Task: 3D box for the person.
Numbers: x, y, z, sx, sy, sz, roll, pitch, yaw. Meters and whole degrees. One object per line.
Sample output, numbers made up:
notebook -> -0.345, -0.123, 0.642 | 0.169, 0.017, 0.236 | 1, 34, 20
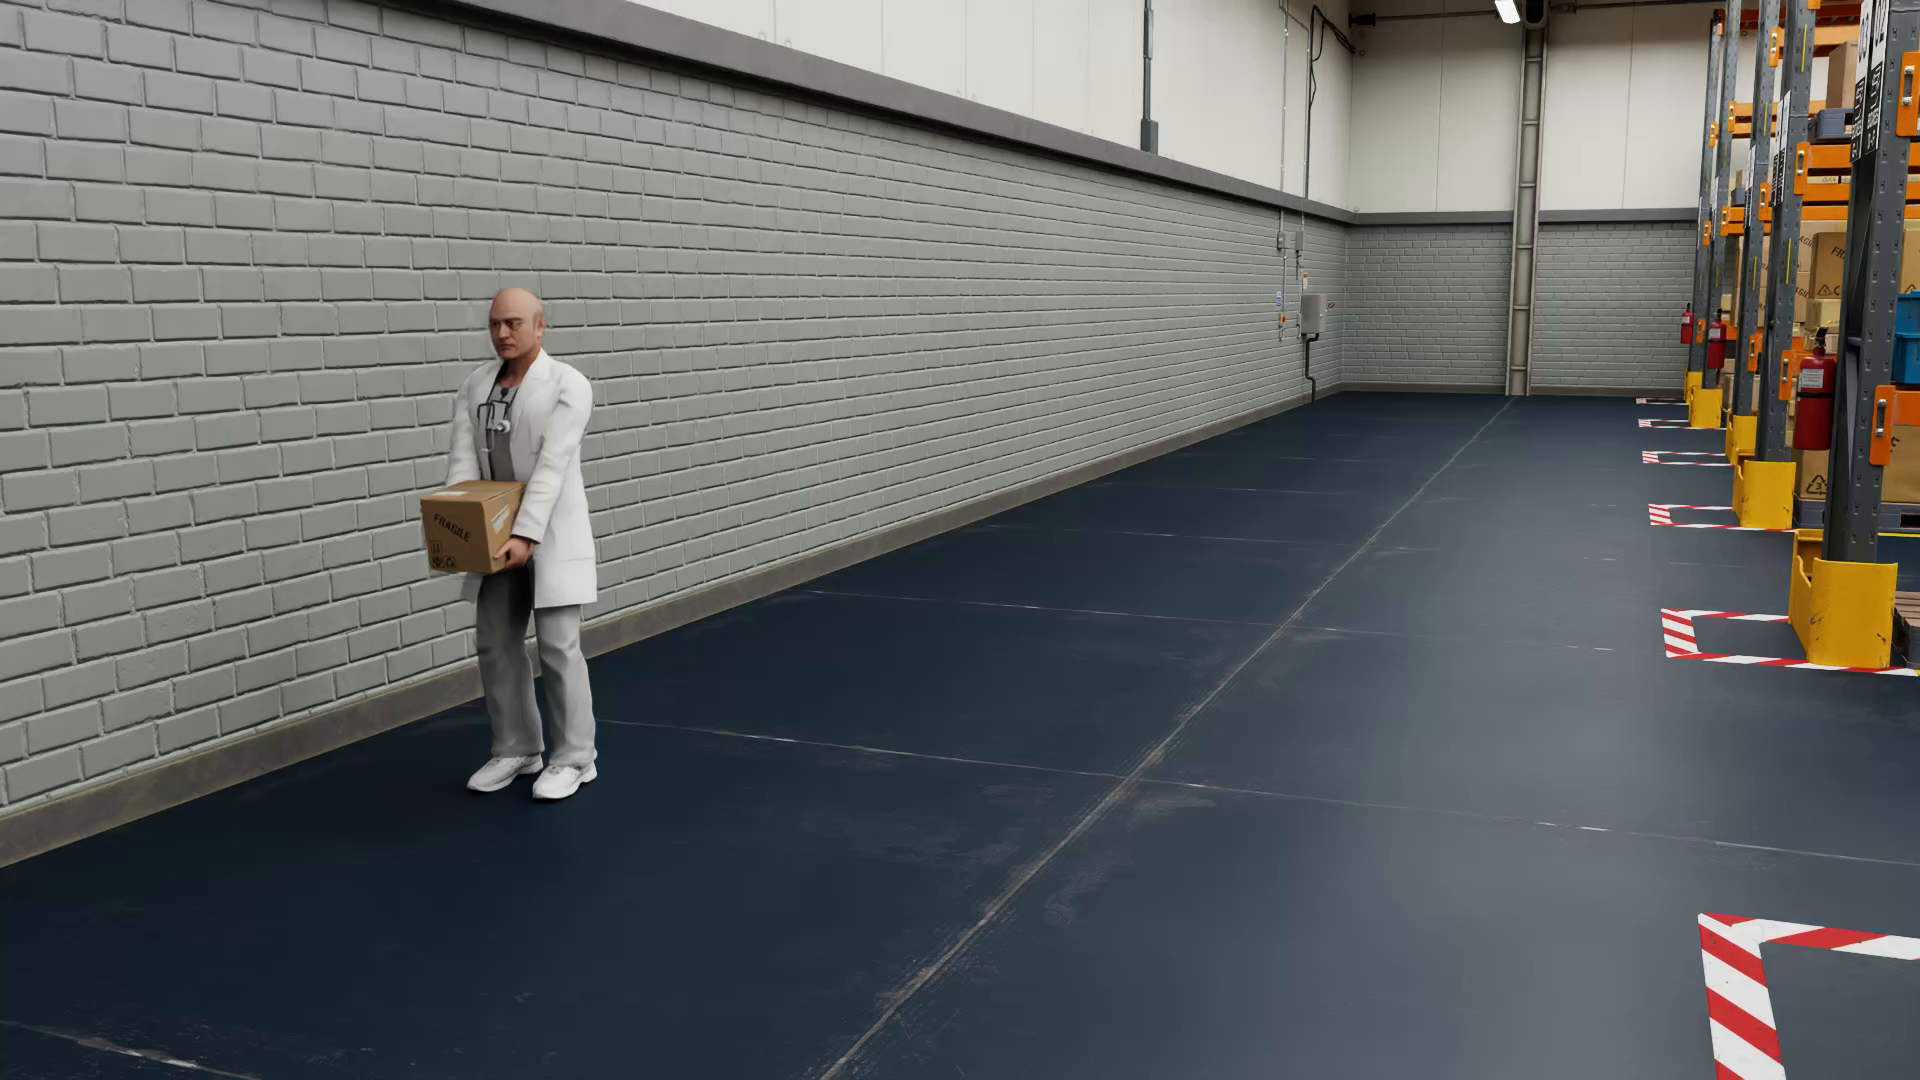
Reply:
person -> -1.552, 0.021, 5.785 | 0.530, 1.777, 0.575 | 3, 9, 20
